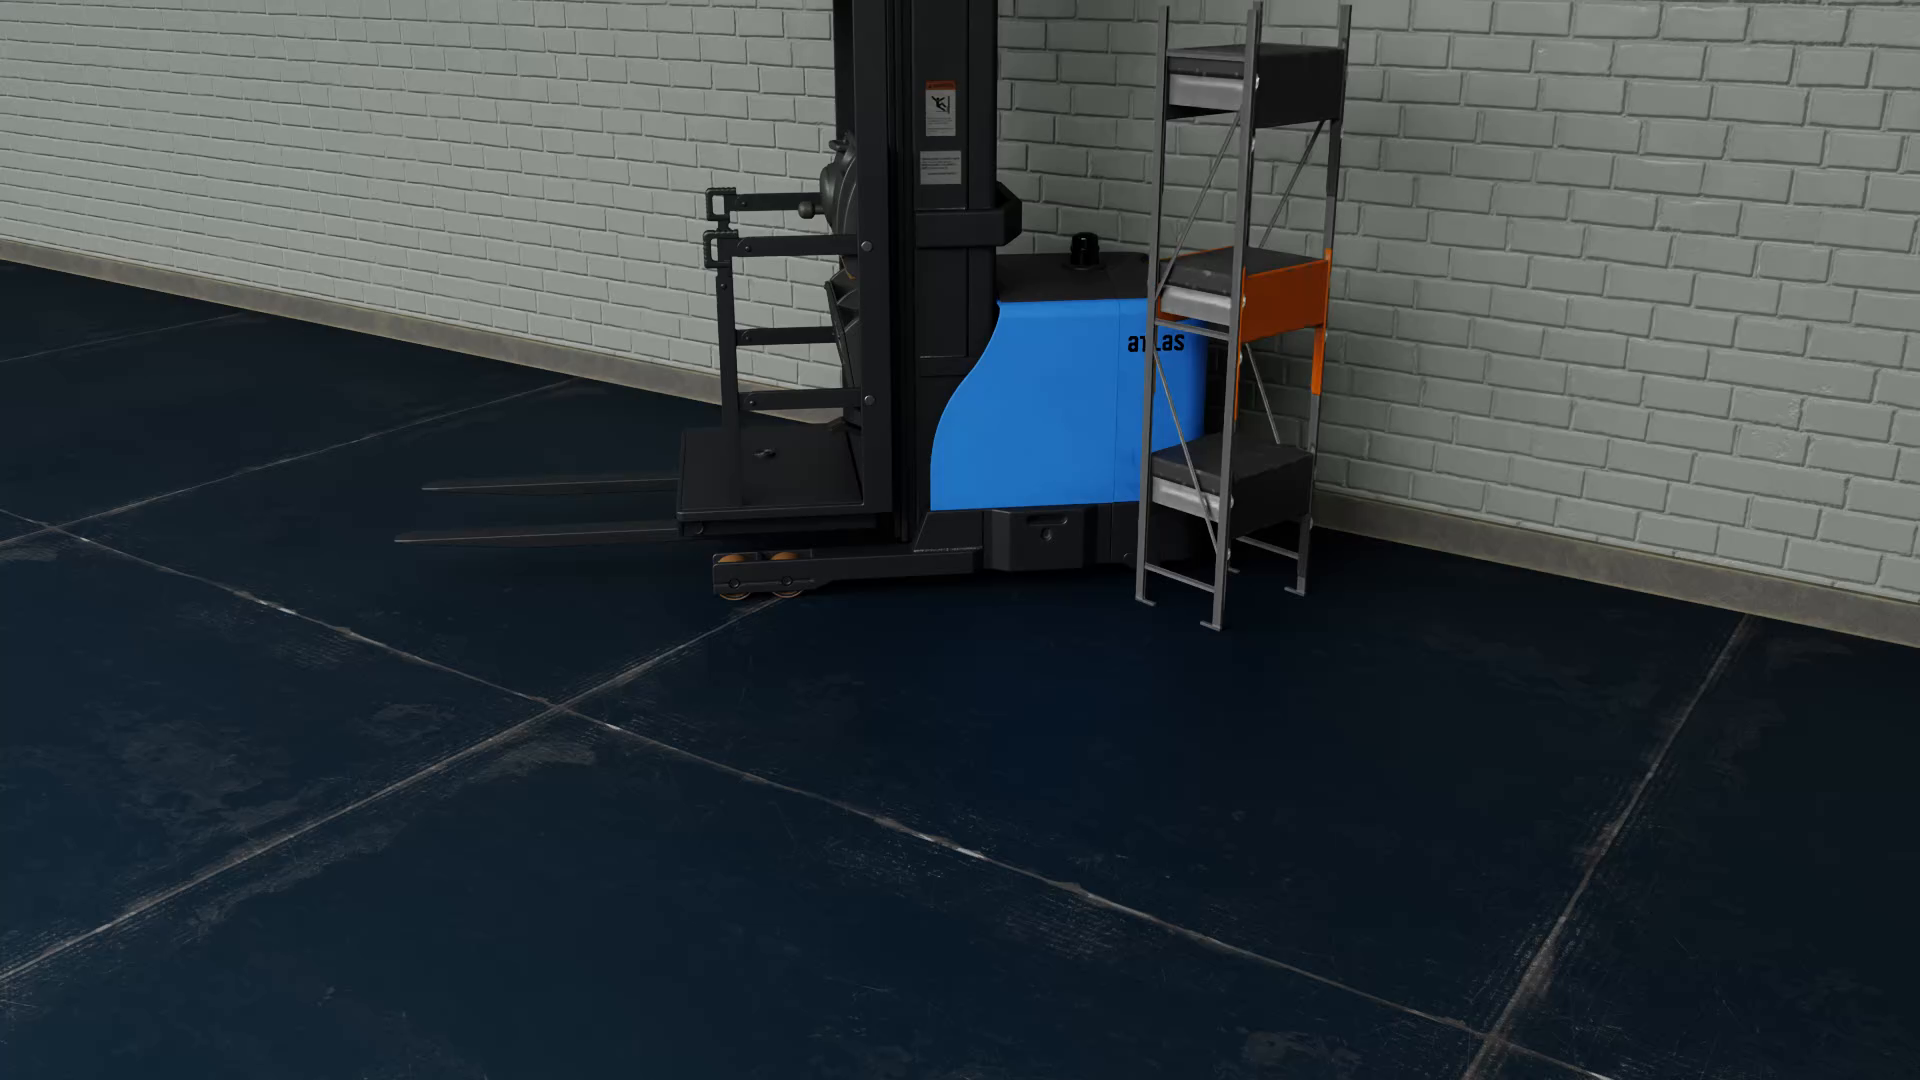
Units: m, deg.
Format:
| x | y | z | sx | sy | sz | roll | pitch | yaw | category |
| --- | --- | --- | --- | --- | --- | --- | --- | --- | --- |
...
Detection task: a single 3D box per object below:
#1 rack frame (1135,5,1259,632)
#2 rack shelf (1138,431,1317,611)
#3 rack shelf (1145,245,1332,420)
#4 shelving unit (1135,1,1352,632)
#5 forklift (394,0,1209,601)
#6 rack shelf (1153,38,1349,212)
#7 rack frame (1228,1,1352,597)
| x | y | z | sx | sy | sz | roll | pitch | yaw | category |
| --- | --- | --- | --- | --- | --- | --- | --- | --- | --- |
| 0.790 | -0.713 | 5.667 | 0.015 | 2.100 | 0.400 | -17 | 27 | -39 | rack frame |
| 0.971 | -0.101 | 6.068 | 0.480 | 0.518 | 0.431 | -17 | 27 | -39 | rack shelf |
| 0.971 | -0.757 | 5.825 | 0.480 | 0.518 | 0.431 | -17 | 27 | -39 | rack shelf |
| 0.971 | -0.770 | 5.820 | 0.503 | 2.100 | 0.431 | -17 | 27 | -39 | shelving unit |
| -0.625 | -1.346 | 6.178 | 3.031 | 2.935 | 1.130 | -3 | 20 | -7 | forklift |
| 0.971 | -1.414 | 5.582 | 0.480 | 0.518 | 0.431 | -17 | 27 | -39 | rack shelf |
| 1.152 | -0.827 | 5.974 | 0.015 | 2.100 | 0.400 | -17 | 27 | -39 | rack frame |
